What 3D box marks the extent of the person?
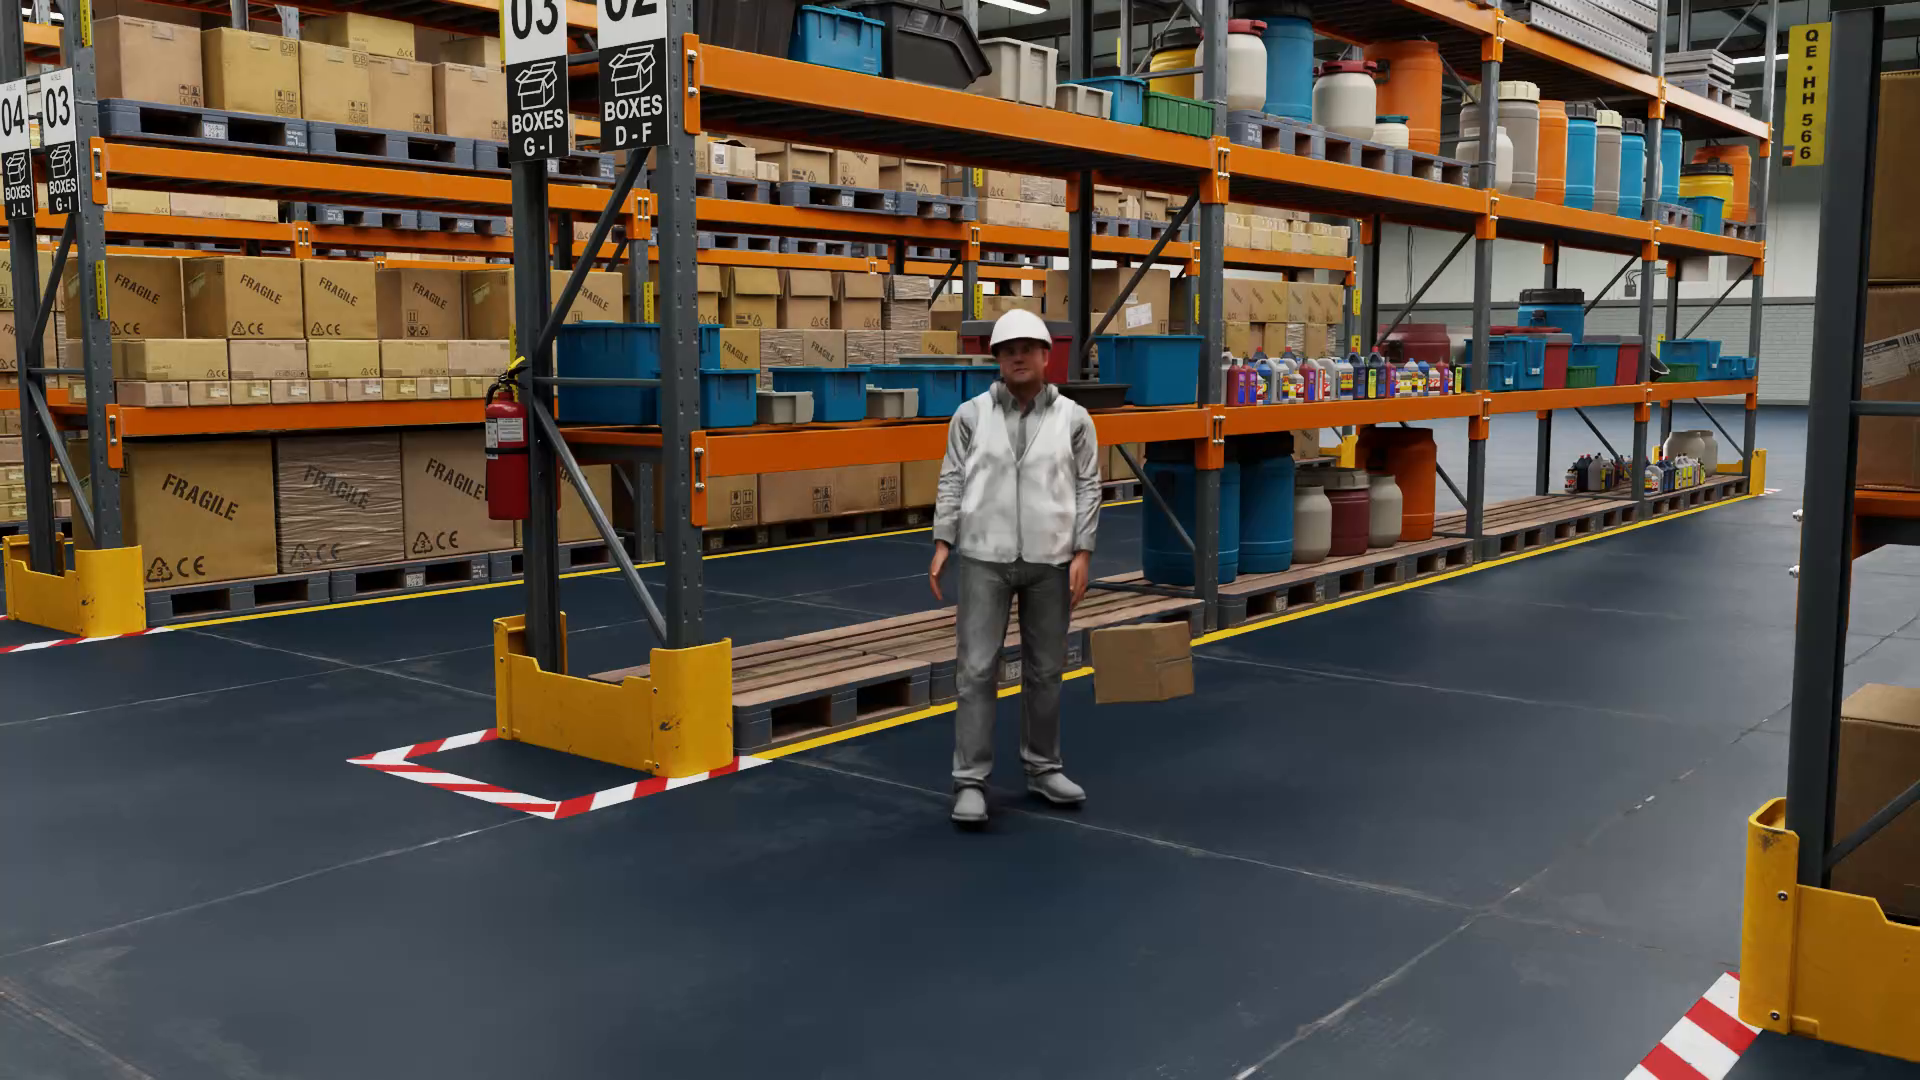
[{"bbox_3d":[0.199,0.078,5.834,0.614,1.773,0.572,0,7,-1],"label":"person"}]
